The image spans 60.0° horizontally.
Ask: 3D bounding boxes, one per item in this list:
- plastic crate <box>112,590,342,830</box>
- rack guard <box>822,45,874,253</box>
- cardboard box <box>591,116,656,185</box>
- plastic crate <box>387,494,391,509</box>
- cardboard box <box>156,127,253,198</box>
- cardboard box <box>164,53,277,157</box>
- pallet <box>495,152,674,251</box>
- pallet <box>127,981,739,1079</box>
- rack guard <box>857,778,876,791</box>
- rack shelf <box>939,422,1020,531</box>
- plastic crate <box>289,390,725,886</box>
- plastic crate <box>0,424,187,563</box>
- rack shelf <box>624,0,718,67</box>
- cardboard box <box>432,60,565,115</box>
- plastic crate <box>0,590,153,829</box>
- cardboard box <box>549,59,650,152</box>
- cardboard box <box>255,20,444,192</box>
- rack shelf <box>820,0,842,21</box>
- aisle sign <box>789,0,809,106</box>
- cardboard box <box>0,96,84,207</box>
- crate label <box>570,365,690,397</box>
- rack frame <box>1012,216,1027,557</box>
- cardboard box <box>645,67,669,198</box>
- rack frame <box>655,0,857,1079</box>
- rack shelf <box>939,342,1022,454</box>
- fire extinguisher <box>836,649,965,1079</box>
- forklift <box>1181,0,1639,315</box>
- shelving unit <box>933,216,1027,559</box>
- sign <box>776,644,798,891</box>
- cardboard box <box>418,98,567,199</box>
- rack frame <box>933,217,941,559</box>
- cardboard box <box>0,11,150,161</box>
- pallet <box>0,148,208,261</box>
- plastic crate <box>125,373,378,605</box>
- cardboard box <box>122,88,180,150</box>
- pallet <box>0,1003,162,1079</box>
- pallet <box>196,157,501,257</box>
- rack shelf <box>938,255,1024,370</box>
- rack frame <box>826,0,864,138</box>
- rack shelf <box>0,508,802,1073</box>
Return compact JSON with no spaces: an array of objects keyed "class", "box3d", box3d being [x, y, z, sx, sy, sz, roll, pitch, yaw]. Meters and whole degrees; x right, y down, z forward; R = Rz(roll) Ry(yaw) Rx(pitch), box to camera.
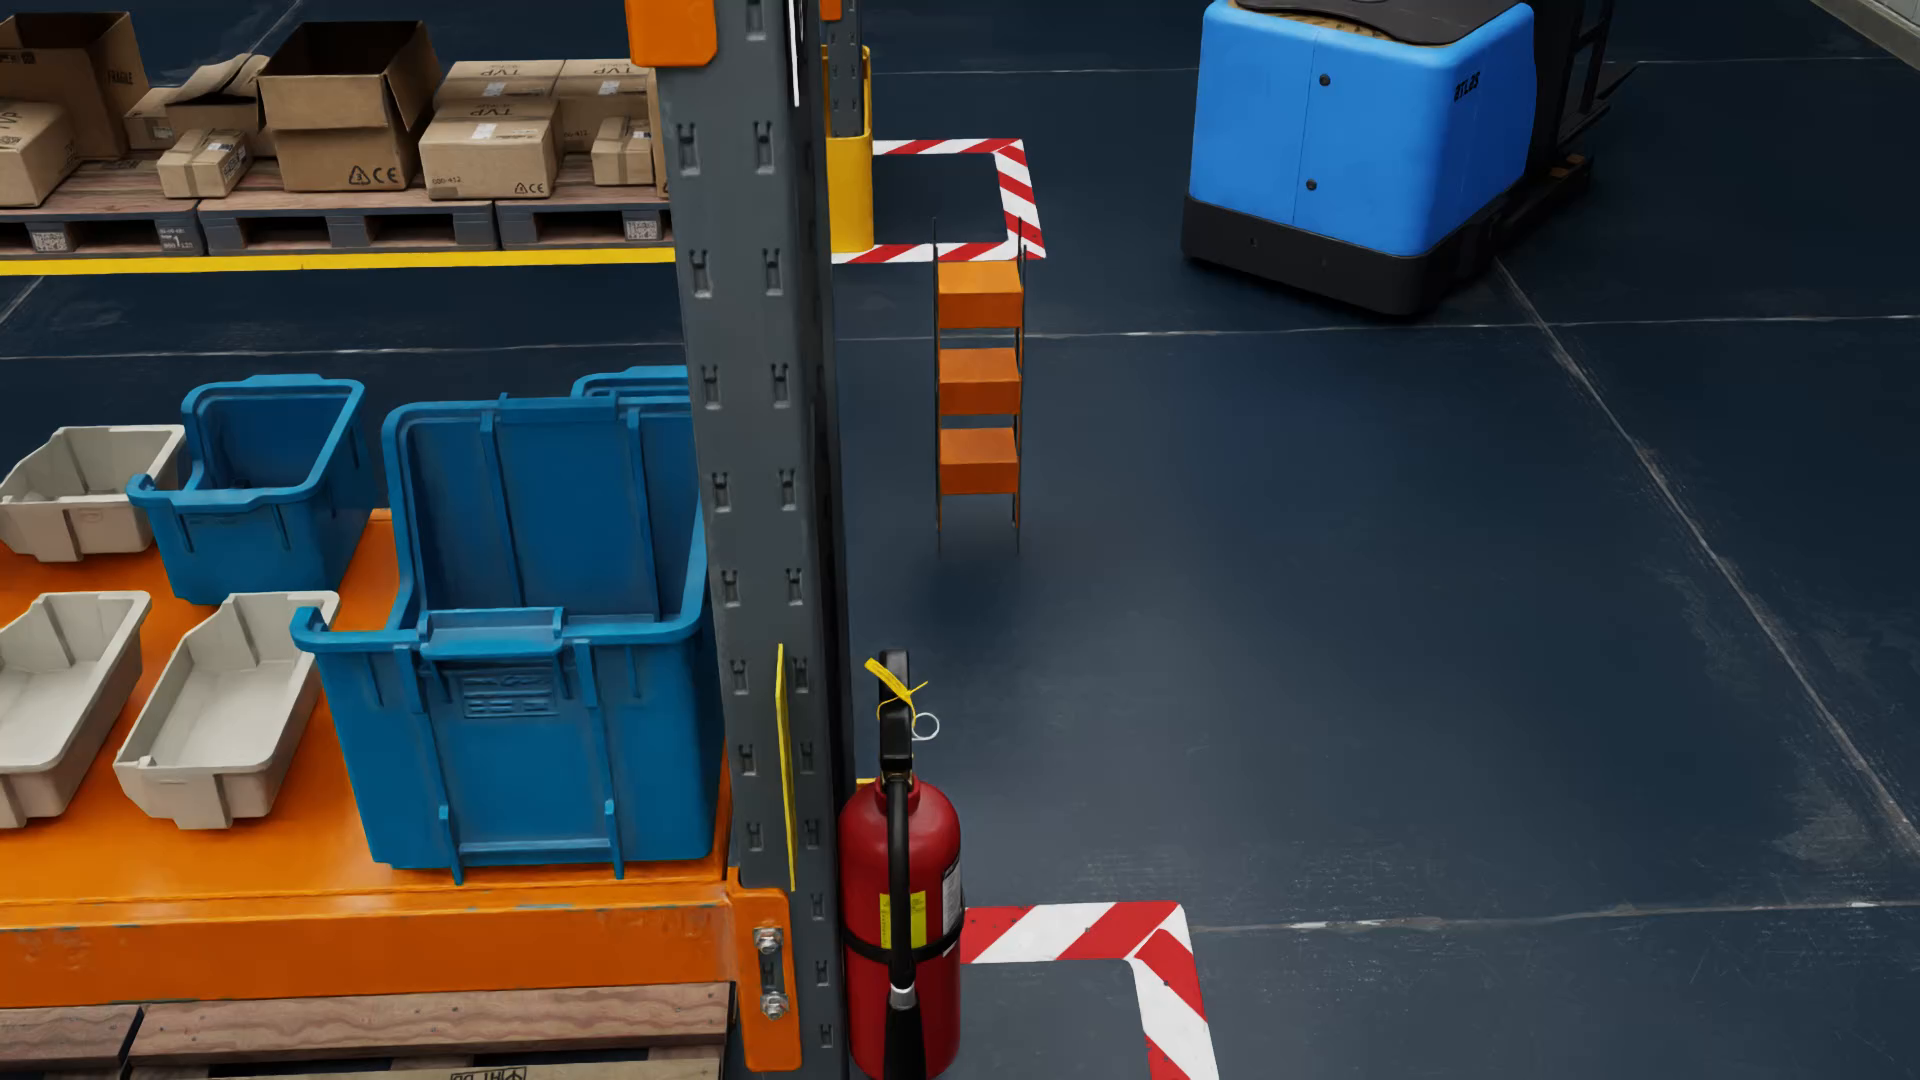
[{"class":"plastic crate","box3d":[-1.062,0.249,2.433,0.243,0.136,0.396,-2,35,-2]},{"class":"rack guard","box3d":[-0.563,-1.745,7.333,0.348,0.500,1.175,-2,35,-2]},{"class":"cardboard box","box3d":[-1.427,-1.677,7.140,0.250,0.166,0.380,-2,35,-2]},{"class":"plastic crate","box3d":[-0.842,-0.095,2.930,0.298,0.136,0.250,-2,35,-2]},{"class":"cardboard box","box3d":[-3.189,-1.601,7.030,0.250,0.166,0.380,-2,35,-2]},{"class":"cardboard box","box3d":[-3.177,-1.940,7.393,0.500,0.311,0.500,-2,35,-2]},{"class":"pallet","box3d":[-1.359,-1.604,7.383,1.213,0.211,1.003,-2,35,-2]},{"class":"pallet","box3d":[-1.081,1.187,3.349,1.213,0.211,1.003,-2,35,-2]},{"class":"rack guard","box3d":[-0.232,1.060,3.279,0.348,0.500,1.175,-2,35,-2]},{"class":"rack shelf","box3d":[0.053,-0.196,5.117,0.240,0.259,0.215,-2,35,-2]},{"class":"plastic crate","box3d":[-0.581,0.116,2.362,0.499,0.435,0.616,-2,35,-2]},{"class":"plastic crate","box3d":[-1.520,-0.076,2.904,0.298,0.136,0.250,-2,35,-2]},{"class":"rack shelf","box3d":[-2.254,-0.843,1.829,4.000,0.370,1.077,-2,35,-2]},{"class":"cardboard box","box3d":[-2.042,-1.945,7.455,0.500,0.250,0.500,-2,35,-2]},{"class":"plastic crate","box3d":[-1.352,0.249,2.434,0.243,0.136,0.396,-2,35,-2]},{"class":"cardboard box","box3d":[-1.543,-1.959,7.474,0.500,0.250,0.500,-2,35,-2]},{"class":"cardboard box","box3d":[-2.606,-1.875,7.131,0.637,0.503,0.797,-2,35,-2]},{"class":"rack shelf","box3d":[-2.484,-2.426,6.751,4.000,0.370,1.077,-2,35,-2]},{"class":"aisle sign","box3d":[-0.170,-0.864,1.578,0.004,0.787,0.394,-2,35,-2]},{"class":"cardboard box","box3d":[-4.053,-1.631,6.947,0.500,0.311,0.500,-2,35,-2]},{"class":"crate label","box3d":[-0.518,-0.096,2.847,0.303,0.233,0.416,-2,35,-2]},{"class":"rack frame","box3d":[0.175,-0.436,4.958,0.008,1.050,0.200,-2,35,-2]},{"class":"cardboard box","box3d":[-1.018,-1.774,6.987,0.500,0.500,0.500,-2,35,-2]},{"class":"rack frame","box3d":[-0.256,0.040,2.556,0.127,3.000,1.000,-2,35,-2]},{"class":"rack shelf","box3d":[0.053,-0.424,4.959,0.240,0.259,0.215,-2,35,-2]},{"class":"fire extinguisher","box3d":[-0.084,0.480,2.316,0.183,0.674,0.296,-2,35,-2]},{"class":"forklift","box3d":[2.206,-2.846,6.787,1.130,2.935,3.031,24,41,30]},{"class":"shelving unit","box3d":[0.053,-0.433,4.953,0.252,1.050,0.215,-2,35,-2]},{"class":"sign","box3d":[-0.214,0.286,2.058,0.005,0.325,0.100,-2,35,-2]},{"class":"cardboard box","box3d":[-1.968,-1.662,7.046,0.500,0.250,0.500,-2,35,-2]},{"class":"rack frame","box3d":[-0.068,-0.430,4.949,0.008,1.050,0.200,-2,35,-2]},{"class":"cardboard box","box3d":[-3.926,-1.997,7.310,0.500,0.500,0.500,-2,35,-2]},{"class":"pallet","box3d":[-3.796,-1.539,7.288,1.213,0.211,1.003,-2,35,-2]},{"class":"plastic crate","box3d":[-1.176,-0.078,2.821,0.300,0.233,0.416,-2,35,-2]},{"class":"cardboard box","box3d":[-3.555,-1.897,7.474,0.250,0.149,0.380,-2,35,-2]},{"class":"pallet","box3d":[-2.297,1.218,3.304,1.213,0.211,1.003,-2,35,-2]},{"class":"pallet","box3d":[-2.575,-1.573,7.338,1.213,0.211,1.003,-2,35,-2]},{"class":"rack shelf","box3d":[0.053,-0.658,4.798,0.240,0.259,0.215,-2,35,-2]},{"class":"rack frame","box3d":[-0.487,-2.775,6.624,0.127,3.000,1.000,-2,35,-2]},{"class":"rack shelf","box3d":[-2.254,0.390,2.683,4.000,0.370,1.077,-2,35,-2]}]
